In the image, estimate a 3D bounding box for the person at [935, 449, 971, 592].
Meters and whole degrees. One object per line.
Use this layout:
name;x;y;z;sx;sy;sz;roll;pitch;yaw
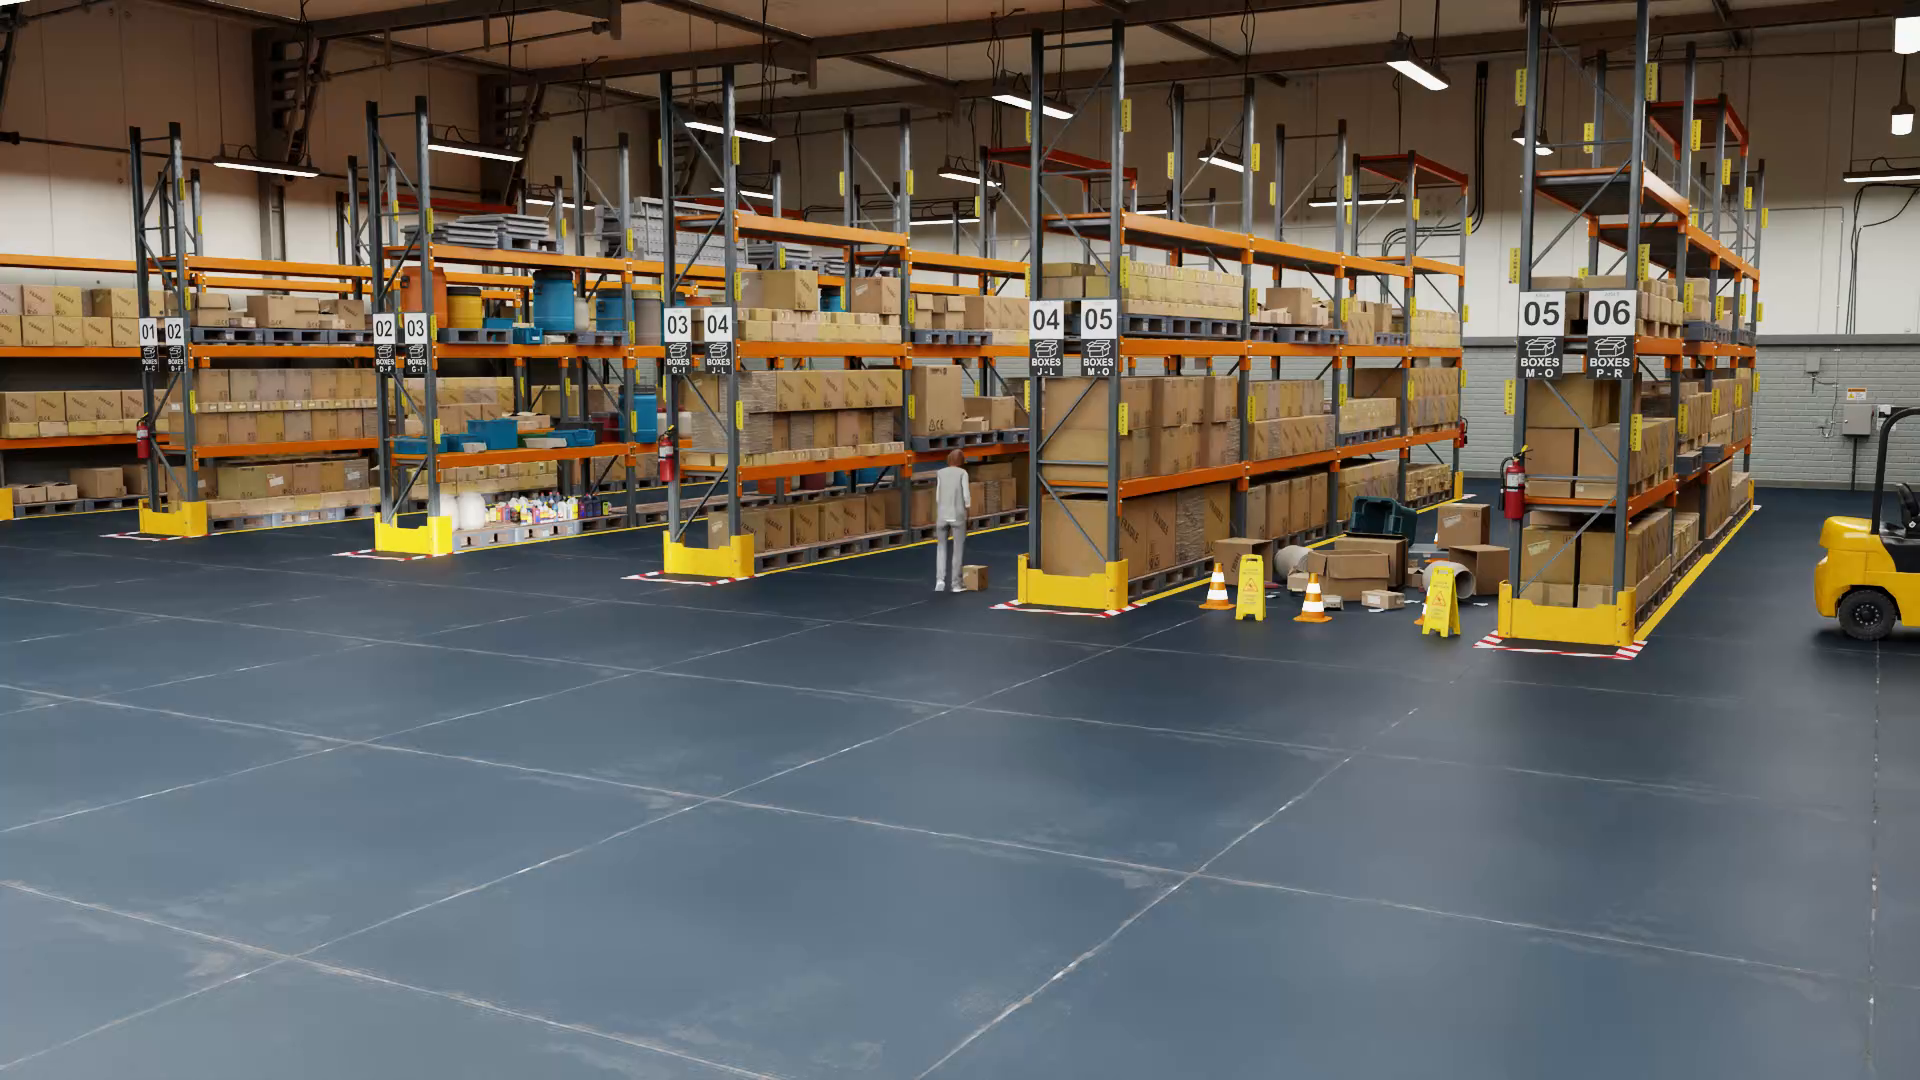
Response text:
person;-0.067;-0.146;18.490;0.436;1.458;0.511;3;7;22
